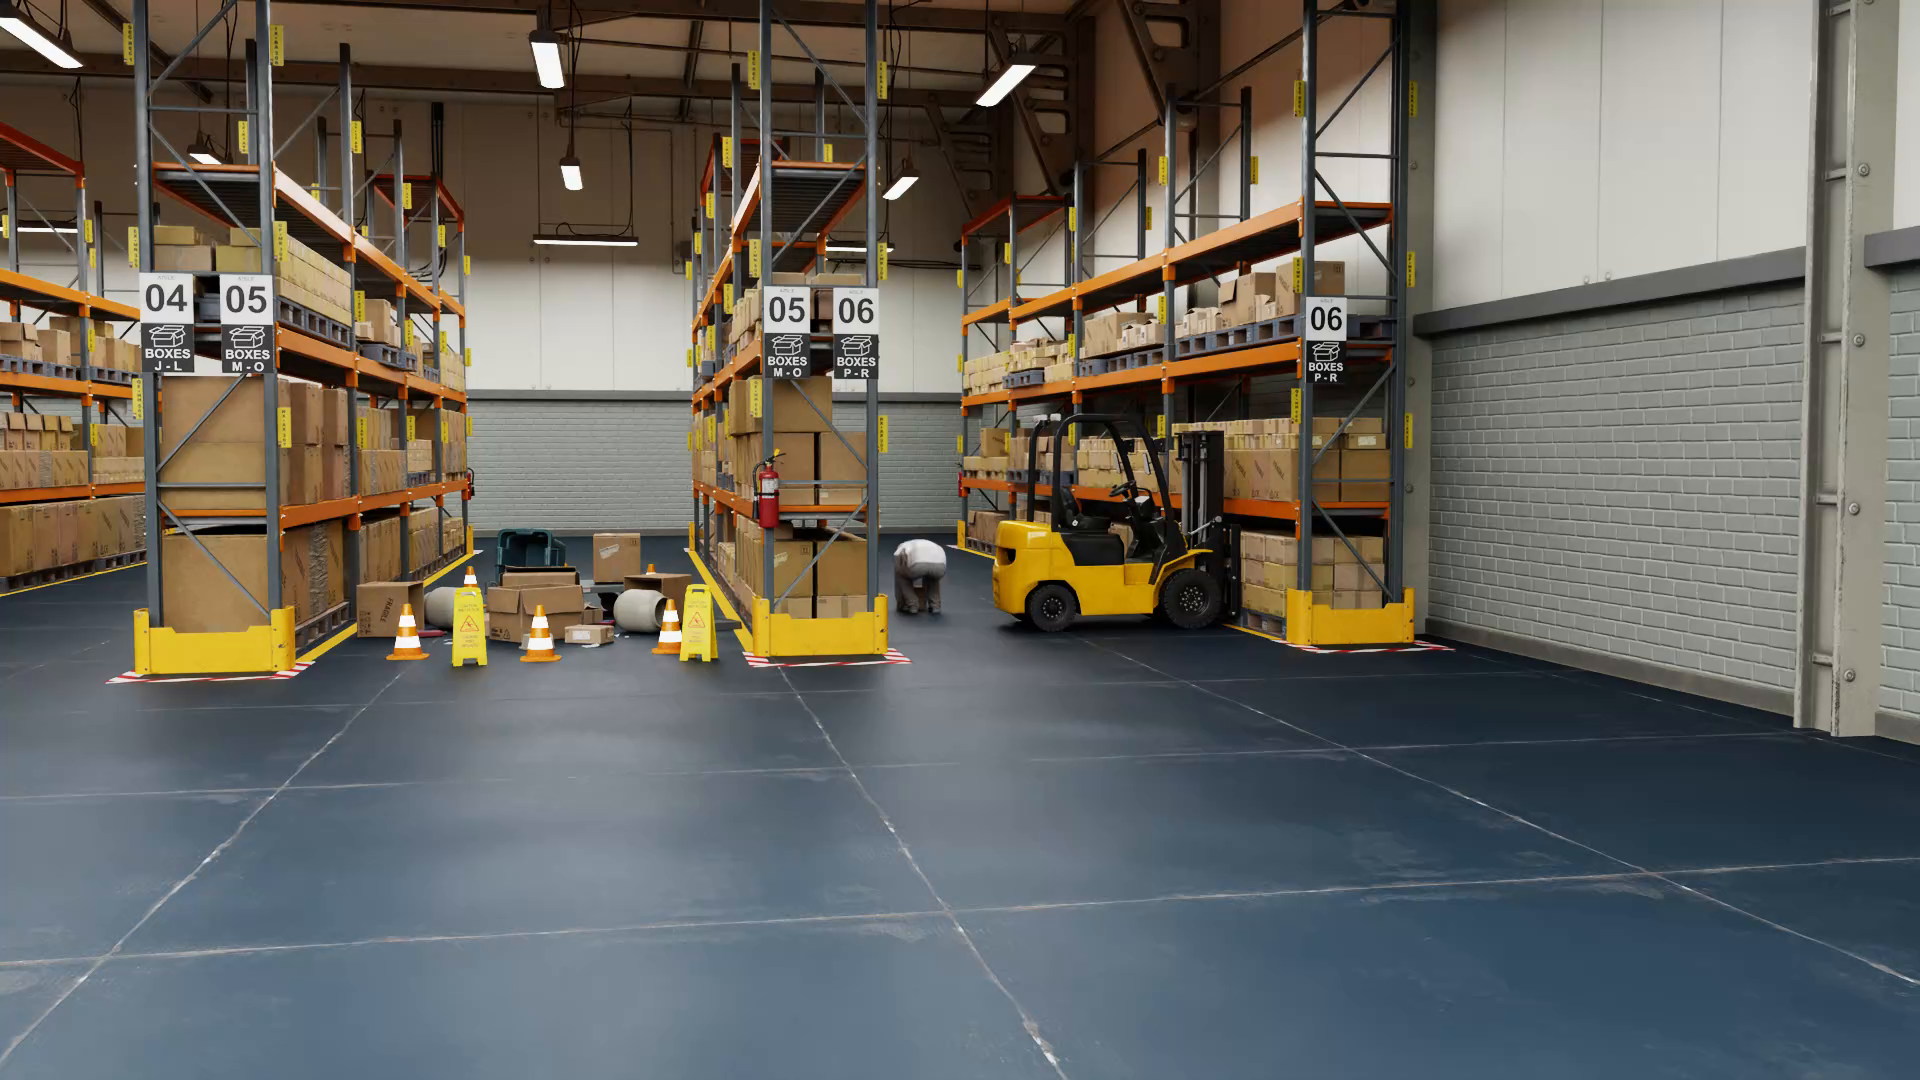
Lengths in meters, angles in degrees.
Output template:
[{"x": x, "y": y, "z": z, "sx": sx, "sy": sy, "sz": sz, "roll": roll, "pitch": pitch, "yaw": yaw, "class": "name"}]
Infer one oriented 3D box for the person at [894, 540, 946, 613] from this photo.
[{"x": -0.472, "y": 0.404, "z": 18.629, "sx": 0.502, "sy": 0.815, "sz": 0.999, "roll": -1, "pitch": 3, "yaw": -16, "class": "person"}]
